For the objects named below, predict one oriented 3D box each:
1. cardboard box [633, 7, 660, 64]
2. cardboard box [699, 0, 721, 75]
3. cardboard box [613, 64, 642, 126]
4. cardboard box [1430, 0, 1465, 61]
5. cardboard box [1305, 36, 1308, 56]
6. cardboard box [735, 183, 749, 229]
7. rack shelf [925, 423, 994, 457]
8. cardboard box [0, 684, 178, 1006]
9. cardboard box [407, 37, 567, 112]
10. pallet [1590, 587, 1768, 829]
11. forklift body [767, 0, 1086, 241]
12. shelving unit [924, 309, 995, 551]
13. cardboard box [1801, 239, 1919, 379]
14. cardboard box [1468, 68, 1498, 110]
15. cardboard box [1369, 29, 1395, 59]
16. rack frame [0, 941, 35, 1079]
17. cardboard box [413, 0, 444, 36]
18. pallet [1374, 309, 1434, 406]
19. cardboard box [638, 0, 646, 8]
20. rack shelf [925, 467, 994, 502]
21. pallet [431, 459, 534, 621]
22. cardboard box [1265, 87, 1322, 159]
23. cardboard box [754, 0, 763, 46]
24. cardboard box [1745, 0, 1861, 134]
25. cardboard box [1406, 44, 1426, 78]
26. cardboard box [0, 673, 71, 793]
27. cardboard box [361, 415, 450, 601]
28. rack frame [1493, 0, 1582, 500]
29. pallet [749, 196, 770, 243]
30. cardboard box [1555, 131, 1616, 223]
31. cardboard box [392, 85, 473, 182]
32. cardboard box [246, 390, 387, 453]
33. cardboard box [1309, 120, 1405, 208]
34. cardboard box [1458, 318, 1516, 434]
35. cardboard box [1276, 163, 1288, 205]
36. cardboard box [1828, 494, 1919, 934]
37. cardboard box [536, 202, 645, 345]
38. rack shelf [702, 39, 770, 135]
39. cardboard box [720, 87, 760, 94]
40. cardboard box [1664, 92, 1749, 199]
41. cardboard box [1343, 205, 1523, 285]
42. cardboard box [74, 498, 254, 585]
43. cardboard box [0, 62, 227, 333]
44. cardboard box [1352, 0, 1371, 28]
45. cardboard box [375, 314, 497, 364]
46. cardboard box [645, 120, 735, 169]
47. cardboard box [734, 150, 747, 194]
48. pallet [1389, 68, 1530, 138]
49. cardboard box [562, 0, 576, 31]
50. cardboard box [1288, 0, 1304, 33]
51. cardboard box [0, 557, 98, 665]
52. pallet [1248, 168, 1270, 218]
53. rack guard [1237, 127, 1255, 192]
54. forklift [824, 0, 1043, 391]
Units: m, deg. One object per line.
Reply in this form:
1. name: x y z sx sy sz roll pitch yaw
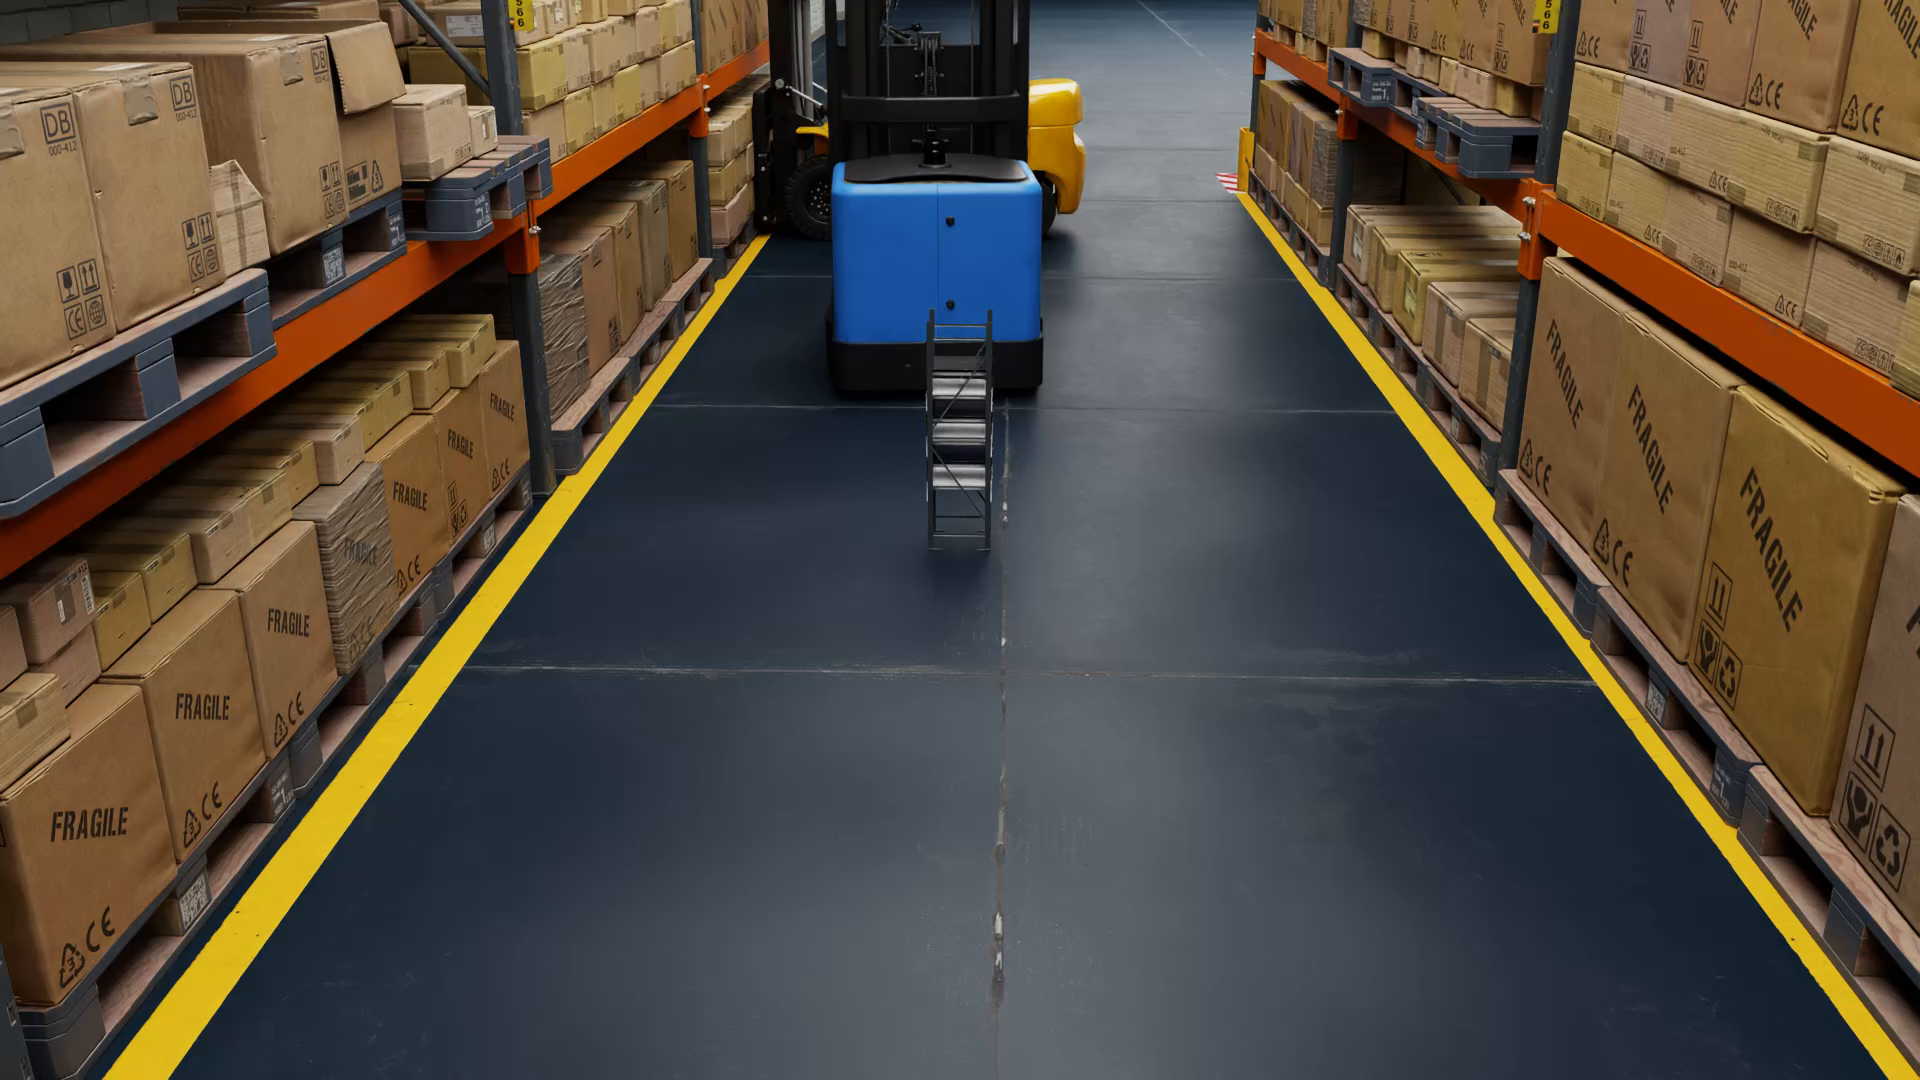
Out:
1. cardboard box: -1.888 -2.661 8.757 0.500 0.250 0.500 1 21 3
2. cardboard box: -1.825 -3.254 10.629 0.500 0.500 0.500 0 21 0
3. cardboard box: -1.917 -2.247 8.379 0.500 0.250 0.500 1 21 3
4. cardboard box: 2.496 -2.468 7.613 0.500 0.500 0.500 -1 21 -2
5. cardboard box: 2.633 -3.458 11.642 0.380 0.149 0.250 0 21 1
6. cardboard box: -1.753 -2.318 11.578 0.500 0.250 0.500 0 21 0
7. rack shelf: 0.000 -0.386 6.371 0.258 0.077 0.200 1 21 2
8. cardboard box: -2.103 0.640 3.607 0.500 0.500 0.500 2 21 4
9. cardboard box: -1.938 -1.924 6.856 0.500 0.250 0.500 1 21 2
10. pallet: 2.602 0.474 5.014 1.003 0.211 1.213 1 21 2
11. forklift body: -0.212 -3.394 12.303 2.313 2.155 1.214 1 21 2
12. shelving unit: 0.000 -0.417 6.359 0.258 0.900 0.210 1 21 2
13. cardboard box: 2.432 -0.565 4.046 0.500 0.250 0.500 0 21 0
14. cardboard box: 2.414 -1.939 7.146 0.380 0.149 0.250 0 21 1
15. cardboard box: 2.513 -2.788 9.335 0.380 0.149 0.250 1 21 3
16. rack frame: -2.339 -0.157 2.786 0.949 2.616 0.053 1 21 2
17. cardboard box: -2.448 -2.261 7.174 0.380 0.149 0.250 1 21 2
18. pallet: 2.806 -0.972 8.743 1.003 0.211 1.213 1 21 2
19. cardboard box: -1.883 -2.900 8.822 0.380 0.149 0.250 0 21 0
20. rack shelf: 0.000 -0.218 6.436 0.258 0.077 0.200 1 21 2
21. pallet: -2.281 -0.033 6.323 1.003 0.211 1.213 1 21 2
22. cardboard box: 2.671 -3.220 12.864 0.500 0.500 0.500 0 21 0
23. cardboard box: -1.770 -3.989 12.524 0.500 0.500 0.500 0 21 1
24. cardboard box: 2.426 -1.338 4.311 0.500 0.500 0.500 1 21 2
25. cardboard box: 2.462 -2.407 8.354 0.380 0.149 0.250 1 21 4
26. cardboard box: -2.066 0.384 3.372 0.380 0.149 0.250 2 21 4
27. cardboard box: -2.058 -0.108 5.536 0.500 0.500 0.500 2 21 4
28. rack frame: 2.741 -1.550 6.376 1.000 3.000 0.127 1 21 2
29. pallet: -1.999 -2.479 12.625 1.003 0.211 1.213 1 21 2
30. cardboard box: 2.474 -1.306 5.955 0.500 0.250 0.500 0 21 1
31. cardboard box: -1.929 -1.344 5.473 0.500 0.250 0.500 0 21 -1
32. cardboard box: -2.073 -0.376 5.329 0.380 0.149 0.250 0 21 1
33. cardboard box: 2.612 -2.476 10.949 0.500 0.500 0.500 0 21 1
34. cardboard box: 2.768 -0.725 7.302 0.950 0.372 0.625 -1 21 -2
35. cardboard box: 2.656 -2.686 12.525 0.500 0.250 0.500 2 21 5
36. cardboard box: 2.558 0.466 3.537 0.875 0.875 0.875 1 21 3
37. cardboard box: -2.156 -1.397 8.685 0.875 0.625 0.625 0 21 -1
38. rack shelf: -2.038 -3.437 12.235 1.077 0.370 4.000 1 21 2
39. cardboard box: -1.695 -3.338 12.825 0.500 0.250 0.500 1 21 2
40. cardboard box: 2.434 -1.166 4.902 0.500 0.250 0.500 1 21 1
41. cardboard box: 2.849 -1.777 10.014 0.950 0.372 0.625 1 21 2
42. cardboard box: -2.098 0.000 4.359 0.380 0.149 0.250 1 21 1
43. cardboard box: -2.088 -0.759 3.619 0.700 0.500 0.500 1 21 2
44. cardboard box: 2.562 -3.211 9.527 0.500 0.500 0.500 1 21 3
45. cardboard box: -1.983 -0.755 6.305 0.380 0.149 0.250 0 21 -1
46. cardboard box: -1.771 -2.601 10.924 0.500 0.250 0.500 0 21 1
47. cardboard box: -1.763 -2.550 11.484 0.500 0.250 0.500 1 21 1
48. pallet: 2.760 -2.177 8.257 1.003 0.211 1.213 1 21 2
49. cardboard box: -1.932 -2.348 7.400 0.380 0.149 0.250 1 21 2
50. cardboard box: 2.658 -3.904 11.894 0.500 0.500 0.500 0 21 1
51. cardboard box: -2.106 0.150 3.562 0.380 0.149 0.250 0 21 -1
52. pallet: 2.922 -2.821 13.509 1.003 0.211 1.213 1 21 2
53. rack guard: 2.982 -3.249 14.213 1.175 0.500 0.348 1 21 2
54. forklift: -0.188 -2.593 9.161 1.130 2.935 3.031 -1 21 -3
